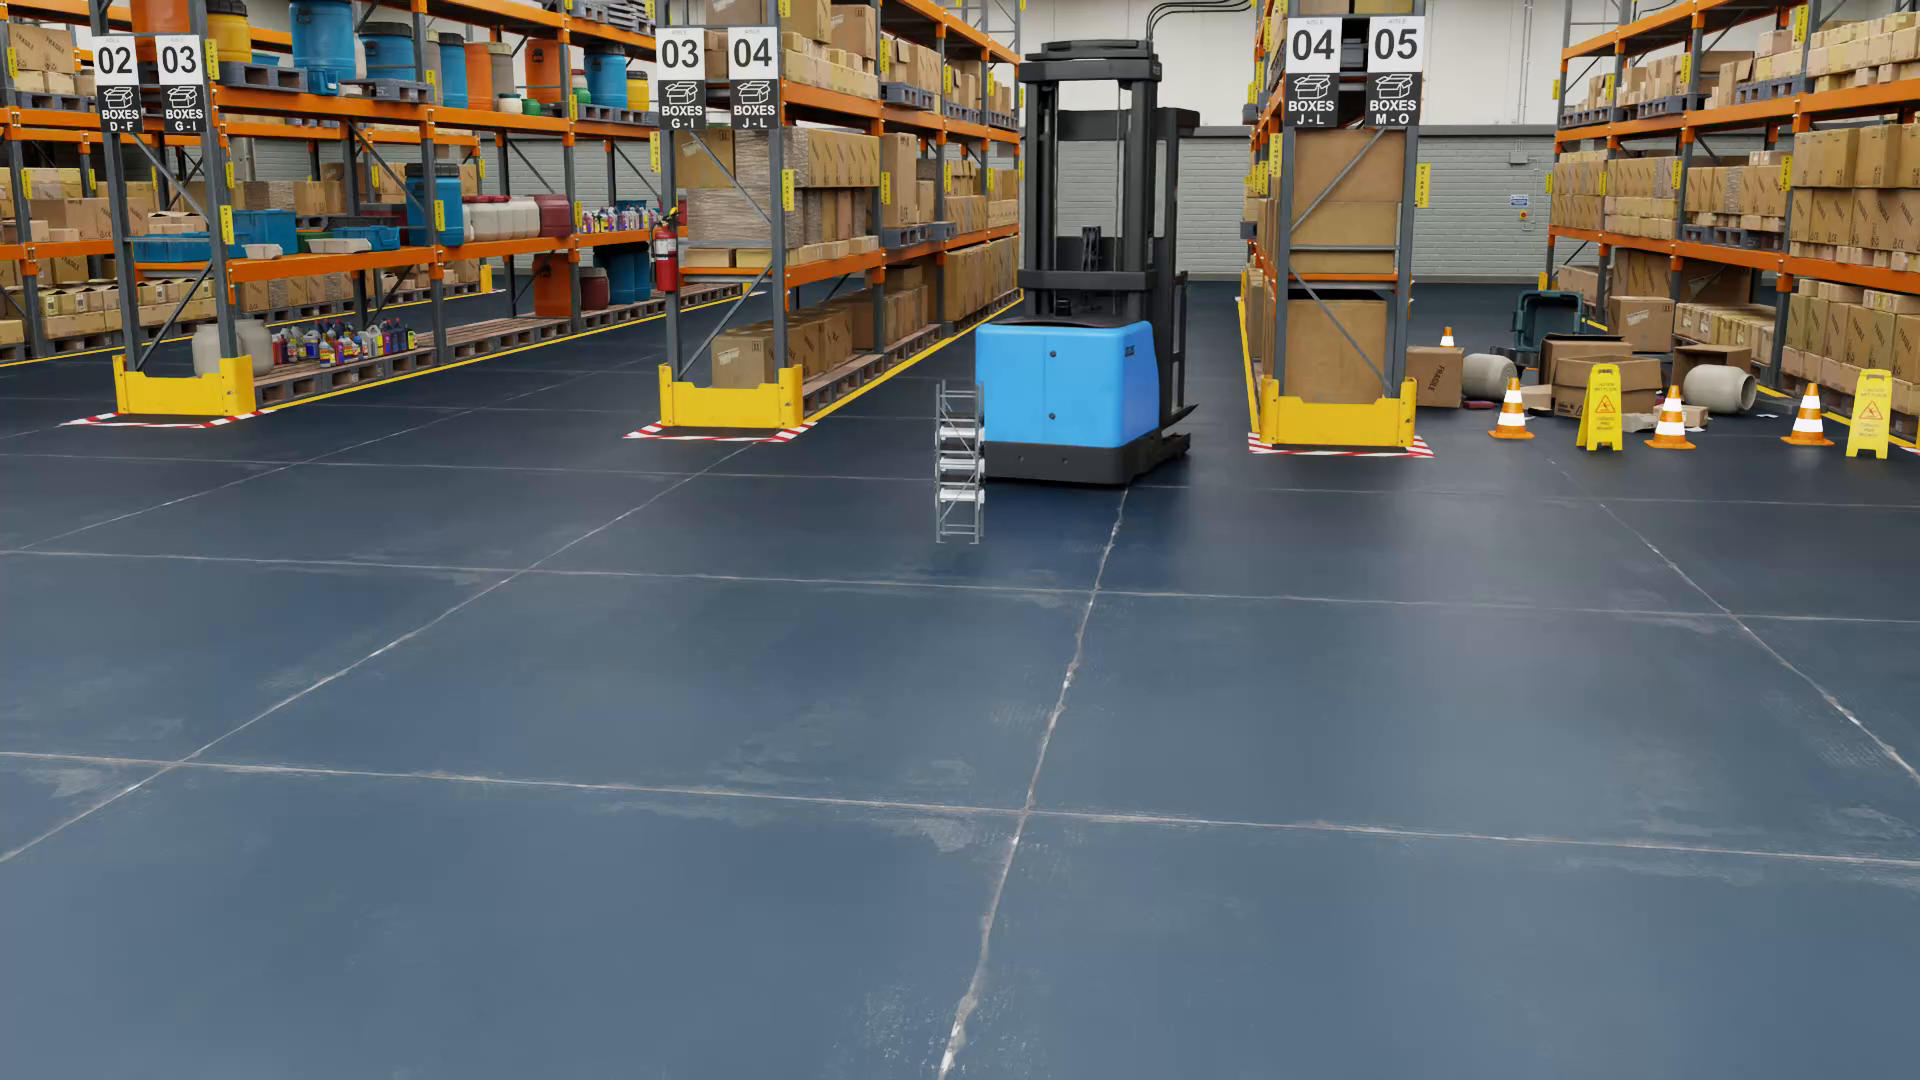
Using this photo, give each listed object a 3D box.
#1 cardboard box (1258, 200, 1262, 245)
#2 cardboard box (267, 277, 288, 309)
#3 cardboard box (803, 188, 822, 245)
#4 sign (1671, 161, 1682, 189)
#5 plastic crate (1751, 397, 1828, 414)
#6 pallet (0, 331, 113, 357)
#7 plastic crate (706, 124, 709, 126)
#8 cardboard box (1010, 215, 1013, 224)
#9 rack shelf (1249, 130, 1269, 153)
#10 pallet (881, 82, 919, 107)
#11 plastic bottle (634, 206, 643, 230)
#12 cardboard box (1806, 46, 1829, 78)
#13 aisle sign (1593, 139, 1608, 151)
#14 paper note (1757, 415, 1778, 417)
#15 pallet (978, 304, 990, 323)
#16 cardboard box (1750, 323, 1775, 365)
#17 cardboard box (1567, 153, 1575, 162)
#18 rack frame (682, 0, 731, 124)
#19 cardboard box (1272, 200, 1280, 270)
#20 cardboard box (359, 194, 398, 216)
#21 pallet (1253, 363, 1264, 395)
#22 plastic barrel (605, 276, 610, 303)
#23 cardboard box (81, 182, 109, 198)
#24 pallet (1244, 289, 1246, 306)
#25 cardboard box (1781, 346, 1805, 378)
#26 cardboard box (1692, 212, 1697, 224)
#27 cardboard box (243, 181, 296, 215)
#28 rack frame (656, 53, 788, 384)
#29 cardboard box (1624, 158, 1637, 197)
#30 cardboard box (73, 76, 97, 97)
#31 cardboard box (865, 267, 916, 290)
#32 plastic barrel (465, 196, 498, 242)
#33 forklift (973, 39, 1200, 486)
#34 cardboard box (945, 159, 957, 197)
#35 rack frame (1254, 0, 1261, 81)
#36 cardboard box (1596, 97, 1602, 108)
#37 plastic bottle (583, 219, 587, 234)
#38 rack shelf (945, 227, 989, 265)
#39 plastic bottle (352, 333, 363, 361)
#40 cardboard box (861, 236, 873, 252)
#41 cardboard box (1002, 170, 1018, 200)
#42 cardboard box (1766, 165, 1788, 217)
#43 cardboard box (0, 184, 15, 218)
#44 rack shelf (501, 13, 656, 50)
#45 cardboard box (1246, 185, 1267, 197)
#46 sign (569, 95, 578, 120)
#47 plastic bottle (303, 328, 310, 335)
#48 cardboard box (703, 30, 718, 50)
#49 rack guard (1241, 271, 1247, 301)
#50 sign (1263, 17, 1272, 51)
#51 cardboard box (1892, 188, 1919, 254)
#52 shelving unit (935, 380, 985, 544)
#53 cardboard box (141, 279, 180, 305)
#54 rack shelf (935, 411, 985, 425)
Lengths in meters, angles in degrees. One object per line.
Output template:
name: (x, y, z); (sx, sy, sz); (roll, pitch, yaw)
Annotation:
cardboard box: (3.617, -3.558, 18.647); (0.500, 0.500, 0.500); (2, 12, 8)
cardboard box: (-10.061, -3.600, 23.966); (0.500, 0.500, 0.500); (1, 12, 7)
cardboard box: (-1.741, -2.944, 15.088); (0.875, 0.500, 0.500); (2, 12, 9)
sign: (8.543, -4.353, 19.822); (0.100, 0.325, 0.005); (2, 12, 9)
plastic crate: (7.425, -1.209, 14.914); (0.402, 0.080, 0.583); (-2, 12, -11)
pallet: (-11.029, -2.371, 19.994); (1.003, 0.211, 1.213); (2, 12, 9)
plastic crate: (-4.437, -6.815, 27.504); (0.437, 0.136, 0.530); (2, 12, 9)
cardboard box: (0.683, -5.389, 27.978); (0.380, 0.149, 0.250); (2, 12, 10)
rack shelf: (5.108, -6.272, 26.065); (1.077, 0.370, 4.000); (2, 12, 9)
pallet: (-1.115, -4.757, 17.774); (1.213, 0.211, 1.003); (2, 12, 9)
plastic bottle: (-4.826, -4.819, 24.851); (0.144, 0.351, 0.185); (2, 12, 9)
cardboard box: (8.138, -4.392, 15.284); (0.500, 0.250, 0.500); (2, 12, 7)
aisle sign: (10.639, -6.710, 27.340); (0.394, 0.787, 0.004); (2, 12, 9)
paper note: (7.034, -1.087, 14.465); (0.142, 0.019, 0.148); (-2, 12, -11)
pallet: (-0.130, -3.397, 24.754); (1.003, 0.211, 1.213); (2, 12, 9)
cardboard box: (8.555, -1.967, 16.739); (0.950, 0.372, 0.625); (2, 12, 9)
cardboard box: (9.848, -6.062, 26.351); (0.380, 0.149, 0.250); (1, 12, 7)
rack frame: (-4.364, -8.849, 29.193); (1.000, 3.000, 0.127); (2, 12, 9)
cardboard box: (3.030, -2.510, 13.666); (0.875, 0.550, 0.550); (2, 12, 9)
cardboard box: (-9.526, -5.391, 27.151); (0.500, 0.500, 0.500); (2, 12, 10)
pallet: (3.375, -1.557, 16.217); (1.003, 0.211, 1.213); (2, 12, 9)
plastic barrel: (-5.364, -3.698, 24.440); (0.421, 0.512, 0.421); (0, 12, 0)
cardboard box: (-14.669, -5.664, 27.941); (0.980, 0.700, 0.700); (2, 12, 10)
pallet: (5.244, -4.027, 27.678); (1.003, 0.211, 1.213); (2, 12, 9)
cardboard box: (8.119, -1.684, 15.716); (0.500, 0.250, 0.500); (1, 12, 6)
cardboard box: (8.858, -3.790, 19.559); (0.380, 0.149, 0.250); (1, 12, 5)
cardboard box: (-10.174, -4.985, 24.271); (0.700, 0.500, 0.500); (4, 13, 19)
rack frame: (-1.931, -2.425, 13.626); (1.000, 3.000, 0.127); (2, 12, 9)
cardboard box: (9.225, -4.846, 22.250); (0.500, 0.500, 0.500); (2, 12, 7)
cardboard box: (-10.749, -5.574, 20.476); (0.500, 0.250, 0.500); (1, 12, 4)
cardboard box: (-0.845, -3.199, 20.326); (0.500, 0.250, 0.500); (3, 13, 15)
plastic barrel: (-5.733, -3.829, 19.820); (0.433, 0.535, 0.433); (0, 12, 0)
forklift: (1.086, -2.057, 12.081); (1.130, 2.935, 3.031); (5, 13, 20)
cardboard box: (-0.469, -4.917, 22.570); (0.797, 0.503, 0.637); (2, 12, 10)
rack frame: (5.415, -8.507, 27.605); (1.000, 3.000, 0.127); (2, 12, 9)
cardboard box: (9.529, -6.398, 24.303); (0.380, 0.149, 0.250); (2, 12, 10)
plastic bottle: (-5.149, -4.277, 22.690); (0.097, 0.201, 0.097); (0, 12, 0)
rack shelf: (-0.393, -4.155, 23.361); (1.077, 0.370, 4.000); (2, 12, 9)
plastic bottle: (-6.139, -1.968, 16.939); (0.097, 0.271, 0.097); (0, 12, 0)
cardboard box: (-1.106, -3.029, 17.024); (0.380, 0.149, 0.250); (2, 12, 9)
cardboard box: (0.715, -6.084, 28.476); (0.500, 0.500, 0.500); (2, 12, 9)
cardboard box: (8.321, -3.440, 16.394); (0.500, 0.500, 0.500); (2, 12, 8)
cardboard box: (-14.817, -5.189, 25.462); (0.500, 0.500, 0.500); (2, 12, 10)
rack shelf: (-5.287, -7.053, 23.516); (1.077, 0.370, 4.000); (2, 12, 9)
cardboard box: (3.807, -4.399, 20.972); (0.380, 0.149, 0.250); (1, 12, 6)
sign: (-5.050, -5.650, 21.717); (0.100, 0.325, 0.005); (2, 12, 9)
plastic bottle: (-6.839, -2.078, 17.421); (0.061, 0.283, 0.133); (2, 12, 11)
cardboard box: (-2.197, -4.081, 13.599); (0.380, 0.149, 0.250); (2, 12, 9)
rack guard: (5.404, -4.336, 28.427); (1.175, 0.500, 0.348); (2, 12, 9)
sign: (3.032, -4.964, 16.315); (0.100, 0.325, 0.005); (2, 12, 9)
cardboard box: (7.754, -2.524, 13.143); (0.500, 0.500, 0.500); (2, 12, 9)
shelving unit: (0.001, -0.442, 9.406); (0.258, 0.900, 0.210); (2, 12, 9)
cardboard box: (-10.479, -3.217, 21.499); (0.500, 0.311, 0.500); (2, 12, 8)
rack shelf: (0.001, -0.673, 9.357); (0.258, 0.077, 0.200); (2, 12, 9)
